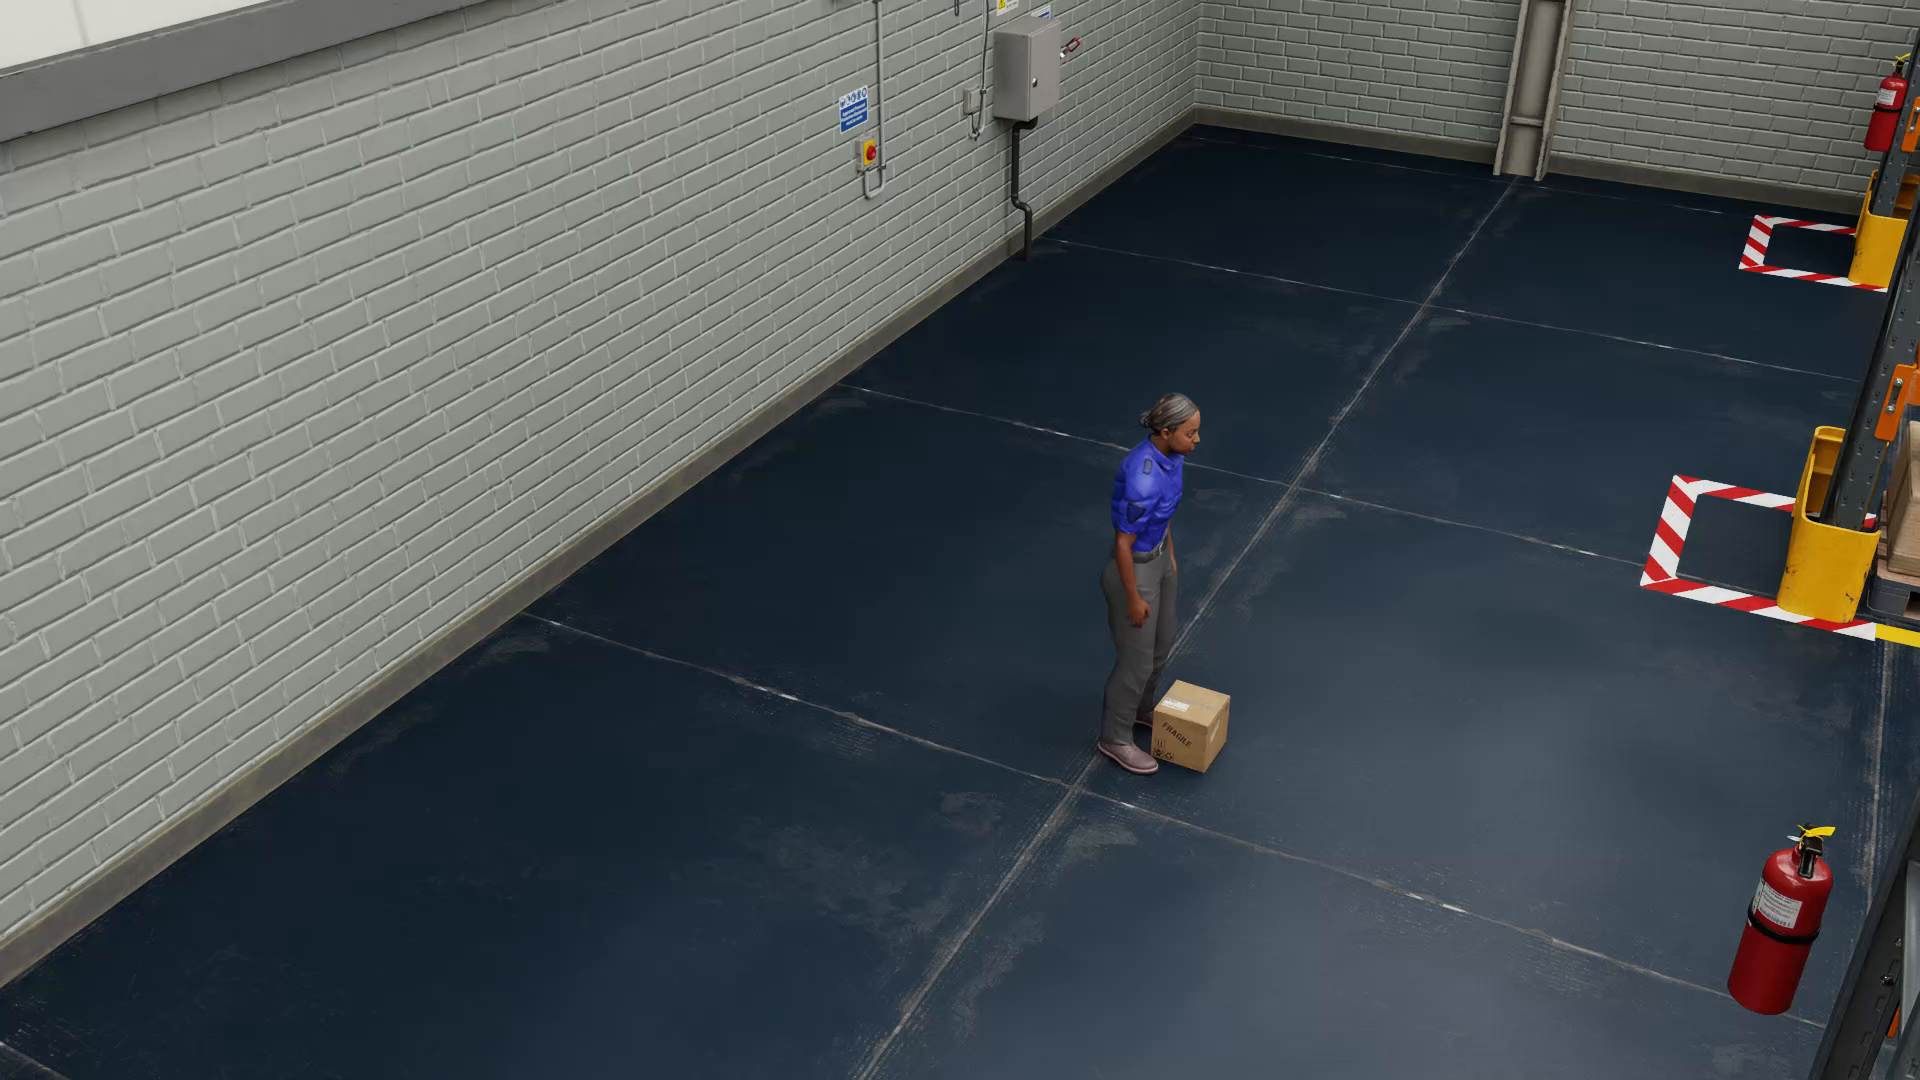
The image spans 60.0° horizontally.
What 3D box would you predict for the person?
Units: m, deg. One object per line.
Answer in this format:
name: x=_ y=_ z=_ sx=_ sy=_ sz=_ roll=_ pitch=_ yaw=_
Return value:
person: x=0.774 y=0.148 z=6.881 sx=0.348 sy=1.654 sz=0.509 roll=13 pitch=33 yaw=21
